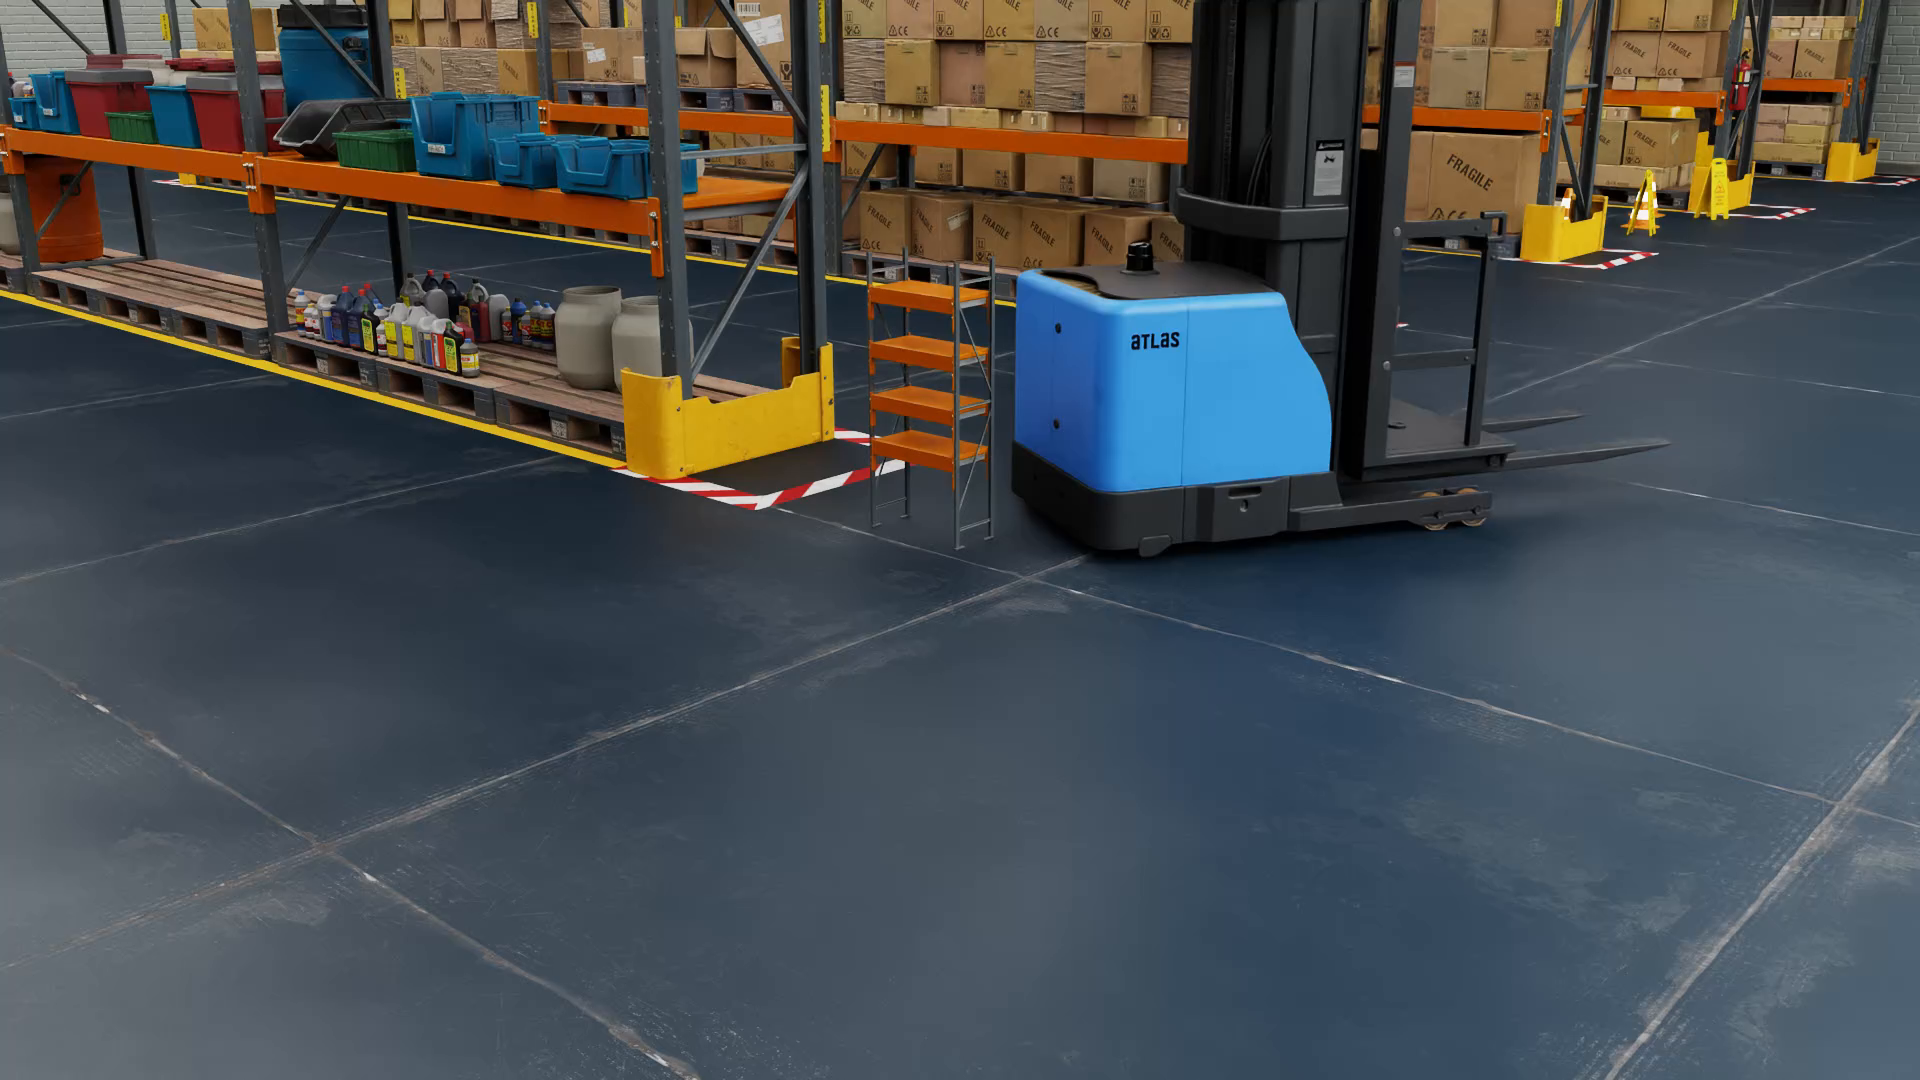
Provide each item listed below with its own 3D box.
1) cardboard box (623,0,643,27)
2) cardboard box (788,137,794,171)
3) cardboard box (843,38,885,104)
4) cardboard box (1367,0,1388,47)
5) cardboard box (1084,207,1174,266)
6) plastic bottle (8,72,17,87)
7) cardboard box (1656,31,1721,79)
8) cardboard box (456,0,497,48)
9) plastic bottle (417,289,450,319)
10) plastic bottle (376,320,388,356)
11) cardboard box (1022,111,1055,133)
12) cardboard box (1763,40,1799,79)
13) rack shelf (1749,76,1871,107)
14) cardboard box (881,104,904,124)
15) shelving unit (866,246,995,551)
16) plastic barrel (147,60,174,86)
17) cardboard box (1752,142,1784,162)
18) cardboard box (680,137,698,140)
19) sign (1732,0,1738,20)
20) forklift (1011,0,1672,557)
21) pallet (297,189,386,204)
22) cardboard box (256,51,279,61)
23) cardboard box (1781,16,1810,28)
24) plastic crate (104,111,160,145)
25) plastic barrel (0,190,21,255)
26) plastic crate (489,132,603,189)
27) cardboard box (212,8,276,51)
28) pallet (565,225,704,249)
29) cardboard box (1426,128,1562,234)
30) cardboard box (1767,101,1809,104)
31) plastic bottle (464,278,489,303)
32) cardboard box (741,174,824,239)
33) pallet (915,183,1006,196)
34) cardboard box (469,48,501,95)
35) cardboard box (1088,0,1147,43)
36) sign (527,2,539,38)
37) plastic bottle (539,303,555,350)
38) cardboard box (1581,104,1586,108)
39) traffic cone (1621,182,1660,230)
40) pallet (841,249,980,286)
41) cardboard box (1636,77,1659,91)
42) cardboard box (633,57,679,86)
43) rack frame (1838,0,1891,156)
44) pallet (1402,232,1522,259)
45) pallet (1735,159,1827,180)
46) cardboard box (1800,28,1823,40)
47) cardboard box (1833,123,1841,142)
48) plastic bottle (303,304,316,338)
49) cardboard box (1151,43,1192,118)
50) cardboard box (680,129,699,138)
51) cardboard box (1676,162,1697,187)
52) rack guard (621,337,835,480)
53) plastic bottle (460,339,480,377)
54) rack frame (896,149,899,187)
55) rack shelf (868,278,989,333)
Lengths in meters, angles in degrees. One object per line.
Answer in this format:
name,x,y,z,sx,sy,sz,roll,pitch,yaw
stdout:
cardboard box,-4.308,-7.307,22.867,0.500,0.500,0.500,14,22,38
cardboard box,-1.853,-4.991,21.318,0.500,0.500,0.500,14,22,37
cardboard box,-0.476,-3.882,13.728,0.500,0.500,0.875,15,23,39
cardboard box,4.053,-5.075,16.111,0.500,0.550,0.875,15,23,39
cardboard box,1.295,-2.244,12.662,0.500,0.500,0.500,-11,21,-31
plastic bottle,-8.314,-3.927,14.610,0.185,0.351,0.144,15,23,39
cardboard box,8.210,-5.472,18.738,0.500,0.500,0.500,15,23,38
cardboard box,-4.785,-5.408,17.369,0.637,0.503,0.797,16,23,40
plastic bottle,-3.322,-1.447,10.487,0.135,0.276,0.152,15,23,39
plastic bottle,-3.393,-1.196,9.821,0.097,0.201,0.097,0,18,0
cardboard box,0.679,-3.162,12.531,0.250,0.149,0.380,15,23,39
cardboard box,11.166,-6.553,22.636,0.500,0.500,0.500,16,24,41
rack shelf,10.594,-6.418,23.566,4.000,0.370,1.077,15,23,39
cardboard box,-0.426,-3.469,13.499,0.250,0.149,0.380,15,23,39
shelving unit,-0.124,-0.605,7.035,0.503,1.200,0.258,15,23,39
plastic barrel,-5.824,-3.290,12.335,0.421,0.512,0.421,0,18,0
cardboard box,11.164,-5.374,22.938,0.500,0.250,0.500,15,23,39
cardboard box,-3.834,-5.480,22.946,0.250,0.149,0.380,16,23,40
sign,8.415,-5.817,18.045,0.005,0.325,0.100,15,23,39
forklift,1.807,-1.580,7.245,3.031,2.935,1.130,-6,19,-19
pallet,-7.272,-4.244,20.137,1.213,0.211,1.003,15,23,39
cardboard box,-8.406,-5.811,20.219,0.500,0.250,0.500,14,23,38
cardboard box,11.264,-6.971,22.390,0.250,0.149,0.380,16,23,40
plastic crate,-5.549,-2.861,11.519,0.662,0.188,0.450,15,23,39
plastic barrel,-7.910,-2.681,14.020,0.421,0.512,0.421,0,18,0
plastic crate,-2.122,-1.967,8.596,0.408,0.251,0.499,15,23,39
cardboard box,-8.801,-6.274,20.437,0.500,0.500,0.500,14,23,38
pallet,-3.180,-3.114,16.574,1.213,0.211,1.003,15,23,39
cardboard box,5.037,-3.404,15.698,0.875,0.875,0.875,15,23,40
cardboard box,11.480,-5.965,23.146,0.500,0.250,0.500,15,23,39
plastic bottle,-3.001,-1.456,10.392,0.185,0.351,0.144,15,23,39
cardboard box,-1.560,-3.043,15.147,0.500,0.500,0.700,15,23,39
pallet,0.144,-4.197,19.989,1.213,0.211,1.003,15,23,39
cardboard box,-4.666,-4.792,17.088,0.500,0.500,0.500,15,23,39
cardboard box,1.267,-3.813,11.859,0.500,0.500,0.500,15,23,39
sign,-4.129,-5.026,16.075,0.005,0.325,0.100,15,23,39
plastic bottle,-2.473,-1.286,9.987,0.097,0.271,0.097,0,18,0
cardboard box,7.325,-5.057,19.626,0.250,0.149,0.380,16,24,42
traffic cone,7.138,-3.502,17.381,0.334,0.463,0.336,15,23,39
pallet,-0.245,-2.341,14.139,1.213,0.211,1.003,15,23,39
cardboard box,7.936,-5.225,19.032,0.250,0.149,0.380,15,23,38
cardboard box,-2.662,-4.340,15.382,0.500,0.250,0.500,14,22,38
rack frame,12.090,-6.360,22.192,0.127,3.000,1.000,15,23,39
pallet,4.938,-2.909,15.930,1.213,0.211,1.003,15,23,39
pallet,11.491,-5.175,23.068,1.213,0.211,1.003,15,23,39
cardboard box,11.434,-6.767,22.239,0.250,0.149,0.380,16,23,40
cardboard box,11.877,-5.629,22.914,0.500,0.250,0.500,16,23,40
plastic bottle,-4.036,-1.369,10.364,0.097,0.201,0.097,0,18,0
cardboard box,1.827,-3.300,11.894,0.500,0.500,0.875,15,23,39
cardboard box,-3.826,-5.643,22.968,0.250,0.149,0.380,16,24,41
cardboard box,8.379,-4.350,19.711,0.500,0.250,0.500,15,23,39
rack guard,-1.155,-0.686,8.448,0.348,0.500,1.175,15,23,39
plastic bottle,-2.732,-1.019,9.261,0.097,0.201,0.097,0,18,0
rack frame,-0.395,-5.702,20.120,0.127,3.000,1.000,15,23,39
rack shelf,-0.124,-0.980,6.916,0.480,0.148,0.258,15,23,39
